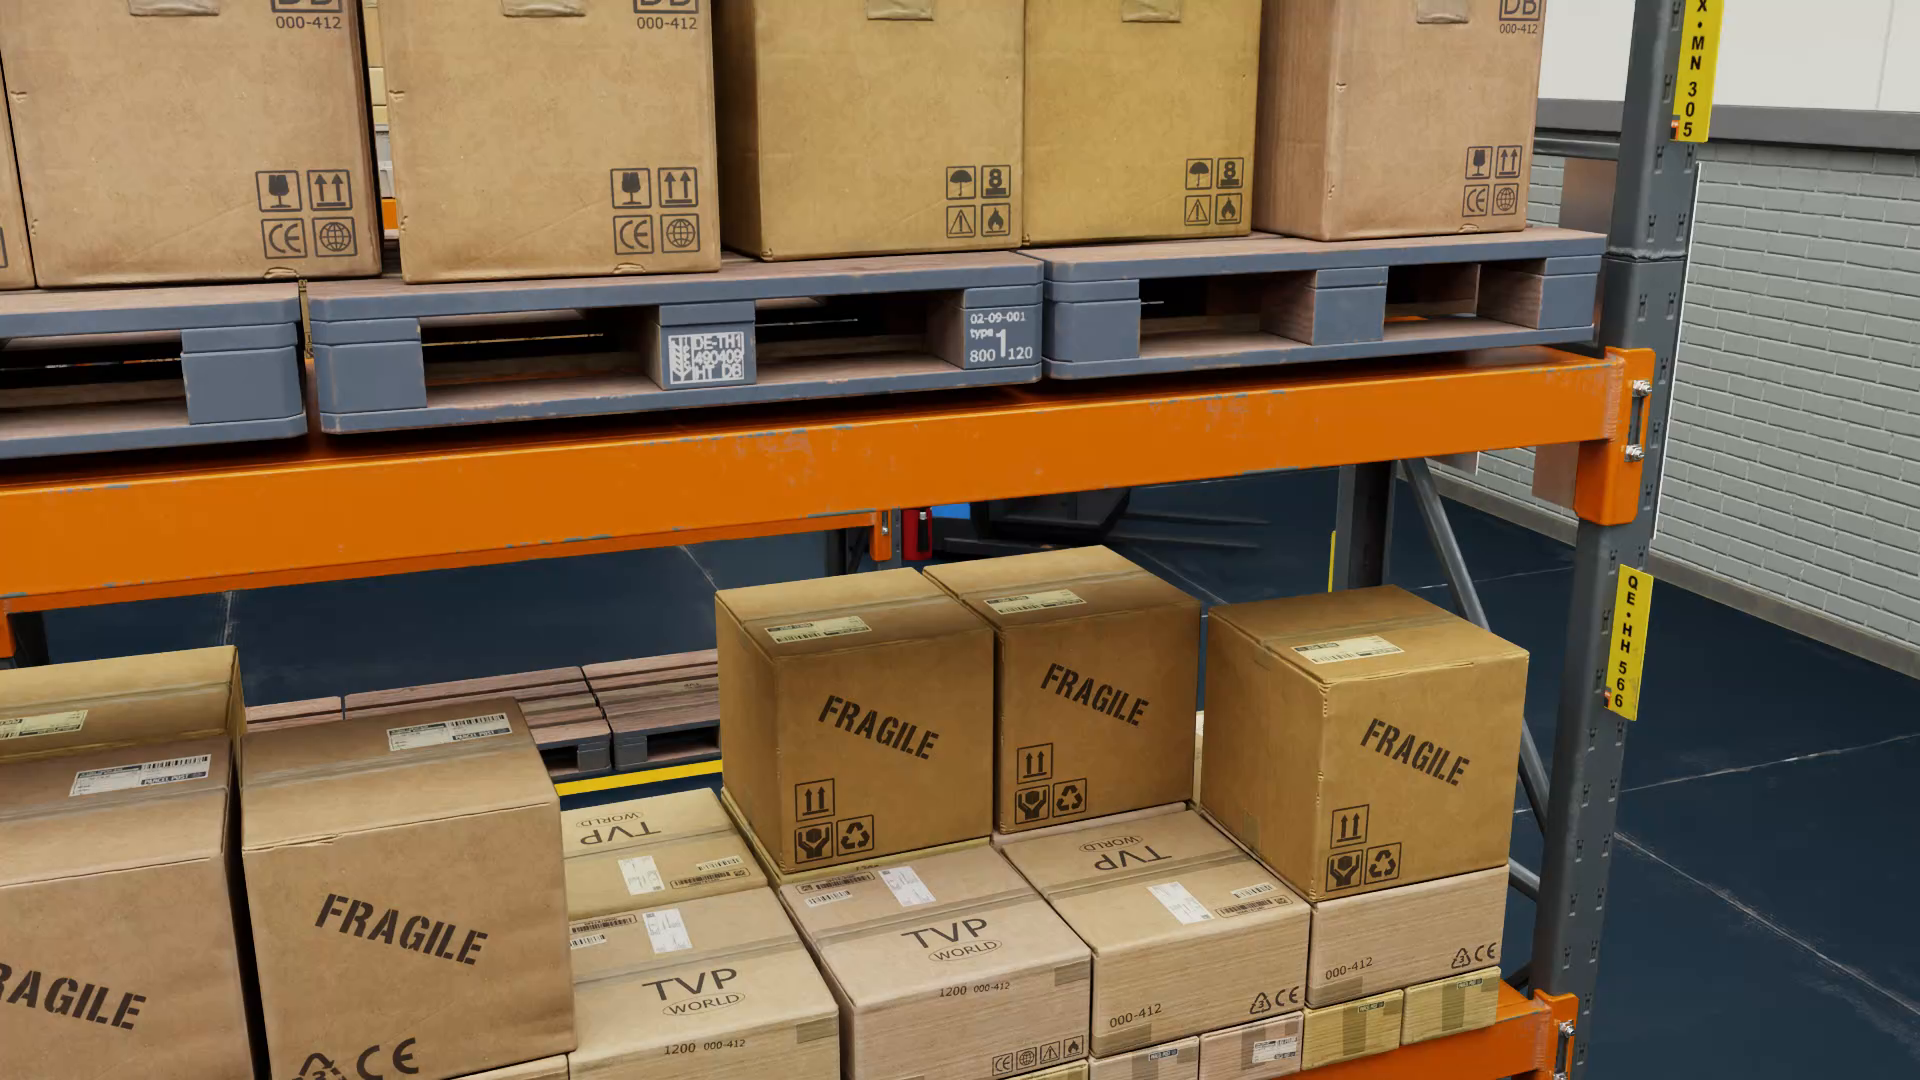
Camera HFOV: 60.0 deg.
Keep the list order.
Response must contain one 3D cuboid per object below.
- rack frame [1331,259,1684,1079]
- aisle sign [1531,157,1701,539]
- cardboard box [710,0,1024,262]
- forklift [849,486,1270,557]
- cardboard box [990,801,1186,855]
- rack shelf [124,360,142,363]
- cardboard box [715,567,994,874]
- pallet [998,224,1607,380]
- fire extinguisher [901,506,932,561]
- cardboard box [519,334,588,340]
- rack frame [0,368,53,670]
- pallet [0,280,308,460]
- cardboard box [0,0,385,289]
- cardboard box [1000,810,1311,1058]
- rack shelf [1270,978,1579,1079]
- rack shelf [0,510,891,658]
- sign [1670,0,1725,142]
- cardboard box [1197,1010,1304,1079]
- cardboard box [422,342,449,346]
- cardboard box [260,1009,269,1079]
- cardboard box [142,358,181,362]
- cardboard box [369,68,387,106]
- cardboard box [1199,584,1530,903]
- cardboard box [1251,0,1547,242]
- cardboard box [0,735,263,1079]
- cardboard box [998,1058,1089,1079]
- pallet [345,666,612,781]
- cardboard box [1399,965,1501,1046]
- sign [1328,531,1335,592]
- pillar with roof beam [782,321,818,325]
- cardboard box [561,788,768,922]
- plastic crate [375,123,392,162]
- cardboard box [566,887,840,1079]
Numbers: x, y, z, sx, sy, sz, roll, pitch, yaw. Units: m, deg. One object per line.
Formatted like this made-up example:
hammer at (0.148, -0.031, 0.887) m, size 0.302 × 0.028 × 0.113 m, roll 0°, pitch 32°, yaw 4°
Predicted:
rack frame at (1.243, 0.744, 4.240) m, size 0.127 × 3.000 × 1.000 m, roll -6°, pitch 17°, yaw -20°
aisle sign at (1.418, -0.431, 3.630) m, size 0.004 × 0.787 × 0.394 m, roll -6°, pitch 17°, yaw -20°
cardboard box at (-0.257, -0.836, 3.197) m, size 0.500 × 0.500 × 0.700 m, roll -7°, pitch 18°, yaw -24°
forklift at (0.646, -1.354, 11.507) m, size 3.031 × 2.935 × 1.130 m, roll 5°, pitch 17°, yaw 16°
cardboard box at (0.216, 0.705, 4.112) m, size 0.500 × 0.250 × 0.500 m, roll -6°, pitch 18°, yaw -21°
rack shelf at (-4.165, -1.316, 12.532) m, size 4.000 × 0.370 × 1.077 m, roll -6°, pitch 17°, yaw -20°
cardboard box at (-0.250, 0.395, 3.836) m, size 0.500 × 0.500 × 0.500 m, roll -7°, pitch 18°, yaw -22°
pallet at (0.554, -0.575, 3.566) m, size 1.213 × 0.211 × 1.003 m, roll -6°, pitch 17°, yaw -20°
fire extinguisher at (-0.225, -0.238, 8.386) m, size 0.183 × 0.674 × 0.296 m, roll -6°, pitch 17°, yaw -20°
cardboard box at (-3.102, -1.740, 12.524) m, size 0.500 × 0.500 × 0.500 m, roll -6°, pitch 17°, yaw -20°
rack frame at (-4.264, -0.156, 7.304) m, size 0.127 × 3.000 × 1.000 m, roll -6°, pitch 17°, yaw -20°
pallet at (-1.724, -0.329, 2.728) m, size 1.213 × 0.211 × 1.003 m, roll -6°, pitch 17°, yaw -20°
cardboard box at (-1.279, -0.737, 2.860) m, size 0.500 × 0.500 × 0.700 m, roll -5°, pitch 17°, yaw -17°
cardboard box at (0.412, 0.843, 3.642) m, size 0.500 × 0.250 × 0.500 m, roll -6°, pitch 18°, yaw -21°
rack shelf at (-0.624, 1.291, 3.655) m, size 4.000 × 0.370 × 1.077 m, roll -6°, pitch 17°, yaw -20°
rack shelf at (-2.396, -0.012, 8.092) m, size 4.000 × 0.370 × 1.077 m, roll -6°, pitch 17°, yaw -20°
sign at (1.425, -0.938, 3.213) m, size 0.005 × 0.325 × 0.100 m, roll -6°, pitch 17°, yaw -20°
cardboard box at (0.551, 1.039, 3.682) m, size 0.250 × 0.149 × 0.380 m, roll -6°, pitch 17°, yaw -20°
cardboard box at (-4.040, -1.641, 12.185) m, size 0.500 × 0.500 × 0.500 m, roll -6°, pitch 18°, yaw -21°
cardboard box at (-1.493, 1.050, 2.939) m, size 0.500 × 0.250 × 0.500 m, roll -6°, pitch 17°, yaw -20°
cardboard box at (-5.460, -1.487, 11.660) m, size 0.500 × 0.500 × 0.500 m, roll -6°, pitch 17°, yaw -19°
cardboard box at (-4.086, -3.199, 11.722) m, size 0.500 × 0.250 × 0.500 m, roll -6°, pitch 17°, yaw -20°
cardboard box at (0.883, 0.432, 3.711) m, size 0.500 × 0.500 × 0.500 m, roll -6°, pitch 17°, yaw -19°
cardboard box at (0.777, -0.926, 3.503) m, size 0.500 × 0.500 × 0.700 m, roll -7°, pitch 18°, yaw -23°
cardboard box at (-1.490, 0.688, 2.838) m, size 0.500 × 0.500 × 0.500 m, roll -6°, pitch 17°, yaw -20°
cardboard box at (0.076, 1.091, 3.506) m, size 0.250 × 0.149 × 0.380 m, roll -7°, pitch 18°, yaw -21°
pallet at (-2.450, 0.974, 8.407) m, size 1.213 × 0.211 × 1.003 m, roll -6°, pitch 17°, yaw -20°
cardboard box at (1.029, 0.987, 3.858) m, size 0.250 × 0.149 × 0.380 m, roll -6°, pitch 17°, yaw -19°
sign at (1.050, 0.144, 4.606) m, size 0.005 × 0.325 × 0.100 m, roll -6°, pitch 17°, yaw -20°
pillar with roof beam at (-0.322, -5.411, 14.554) m, size 0.400 × 9.000 × 9.100 m, roll -6°, pitch 17°, yaw -20°
cardboard box at (-0.740, 0.809, 3.759) m, size 0.500 × 0.250 × 0.500 m, roll -7°, pitch 18°, yaw -21°
plastic crate at (-2.709, -1.799, 7.787) m, size 0.530 × 0.282 × 0.437 m, roll -6°, pitch 17°, yaw -20°
cardboard box at (-0.548, 0.948, 3.284) m, size 0.500 × 0.250 × 0.500 m, roll -6°, pitch 17°, yaw -20°
